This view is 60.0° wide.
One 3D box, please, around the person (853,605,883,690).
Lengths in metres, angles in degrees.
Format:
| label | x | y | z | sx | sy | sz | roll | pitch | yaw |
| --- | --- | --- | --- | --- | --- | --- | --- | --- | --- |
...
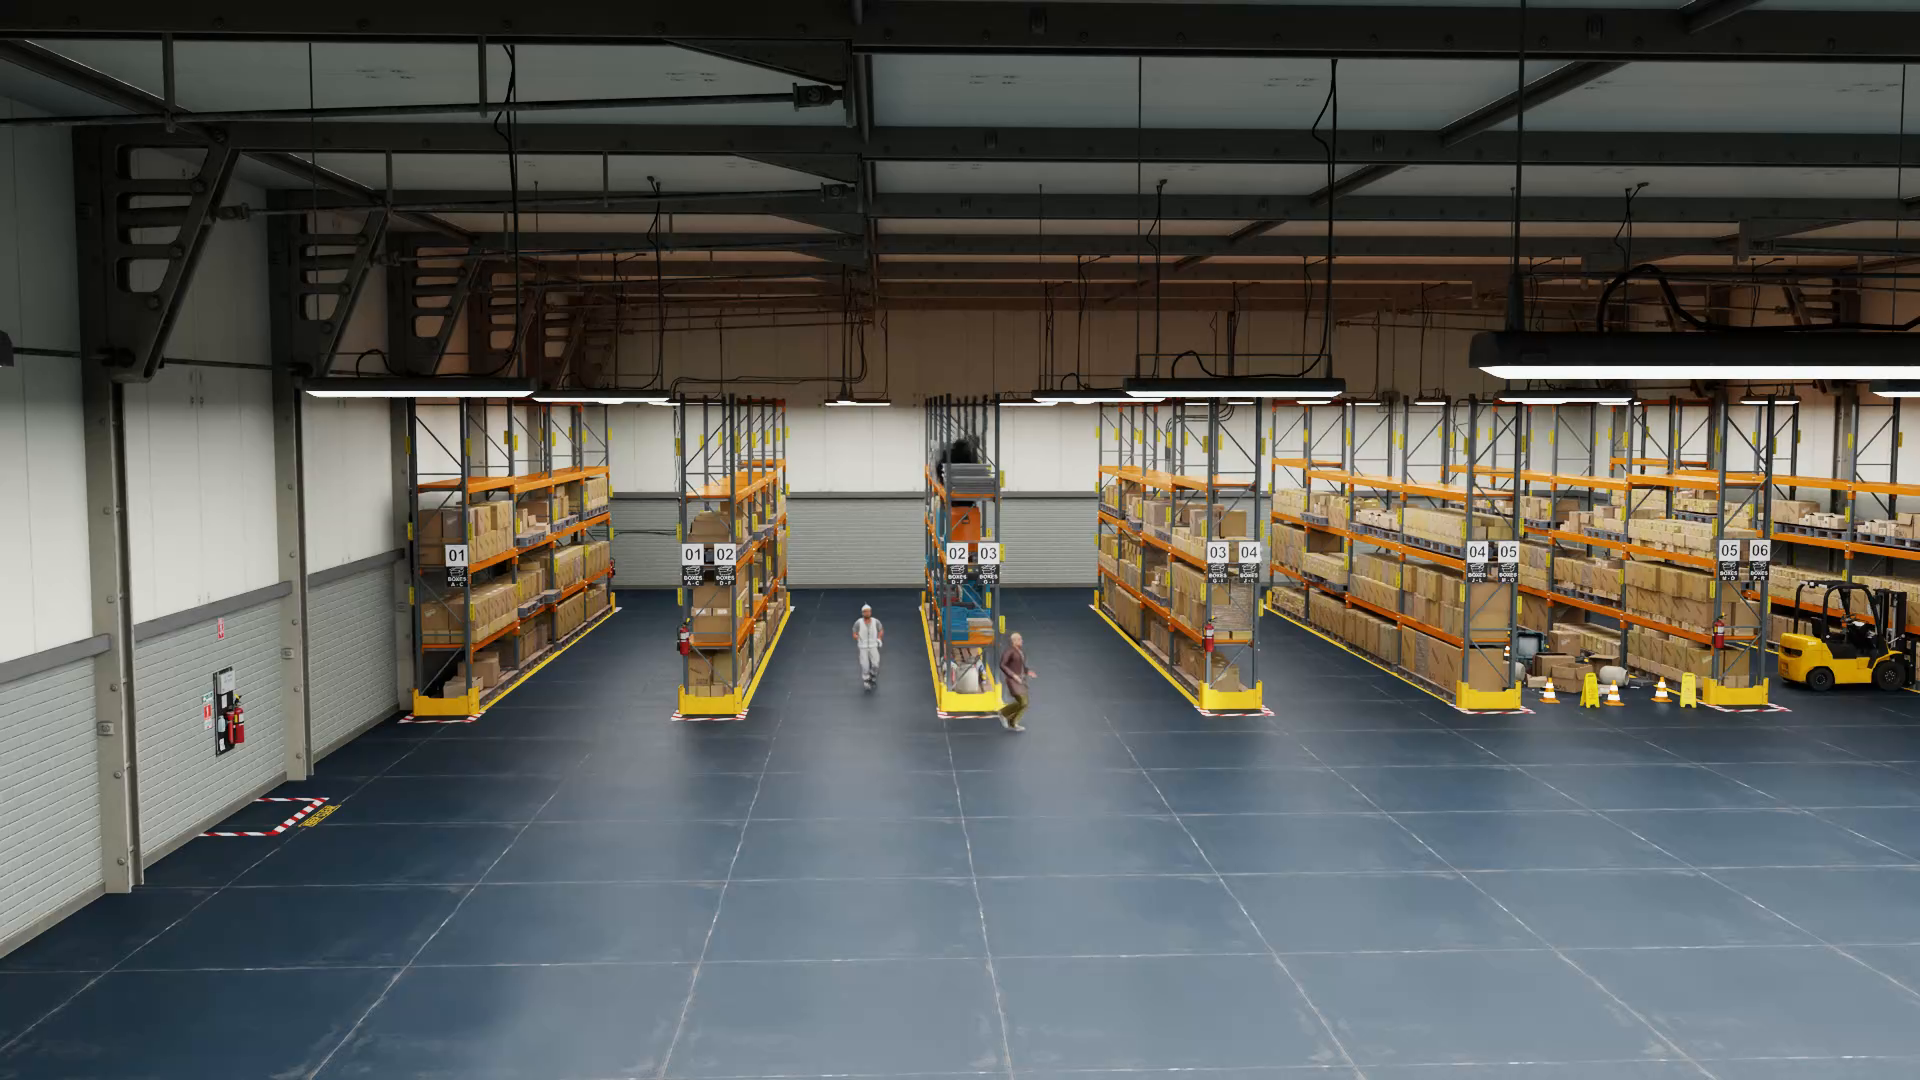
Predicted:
| label | x | y | z | sx | sy | sz | roll | pitch | yaw |
| --- | --- | --- | --- | --- | --- | --- | --- | --- | --- |
| person | -1.843 | 2.182 | 33.551 | 0.629 | 1.746 | 0.631 | -1 | 5 | -8 |

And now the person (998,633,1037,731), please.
| label | x | y | z | sx | sy | sz | roll | pitch | yaw |
| --- | --- | --- | --- | --- | --- | --- | --- | --- | --- |
| person | 1.005 | 2.521 | 29.507 | 0.630 | 1.730 | 0.692 | 2 | 5 | 27 |

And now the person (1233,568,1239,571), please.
| label | x | y | z | sx | sy | sz | roll | pitch | yaw |
| --- | --- | --- | --- | --- | --- | --- | --- | --- | --- |
| person | 8.014 | 1.067 | 48.643 | 0.696 | 1.777 | 0.841 | -4 | 6 | -43 |
